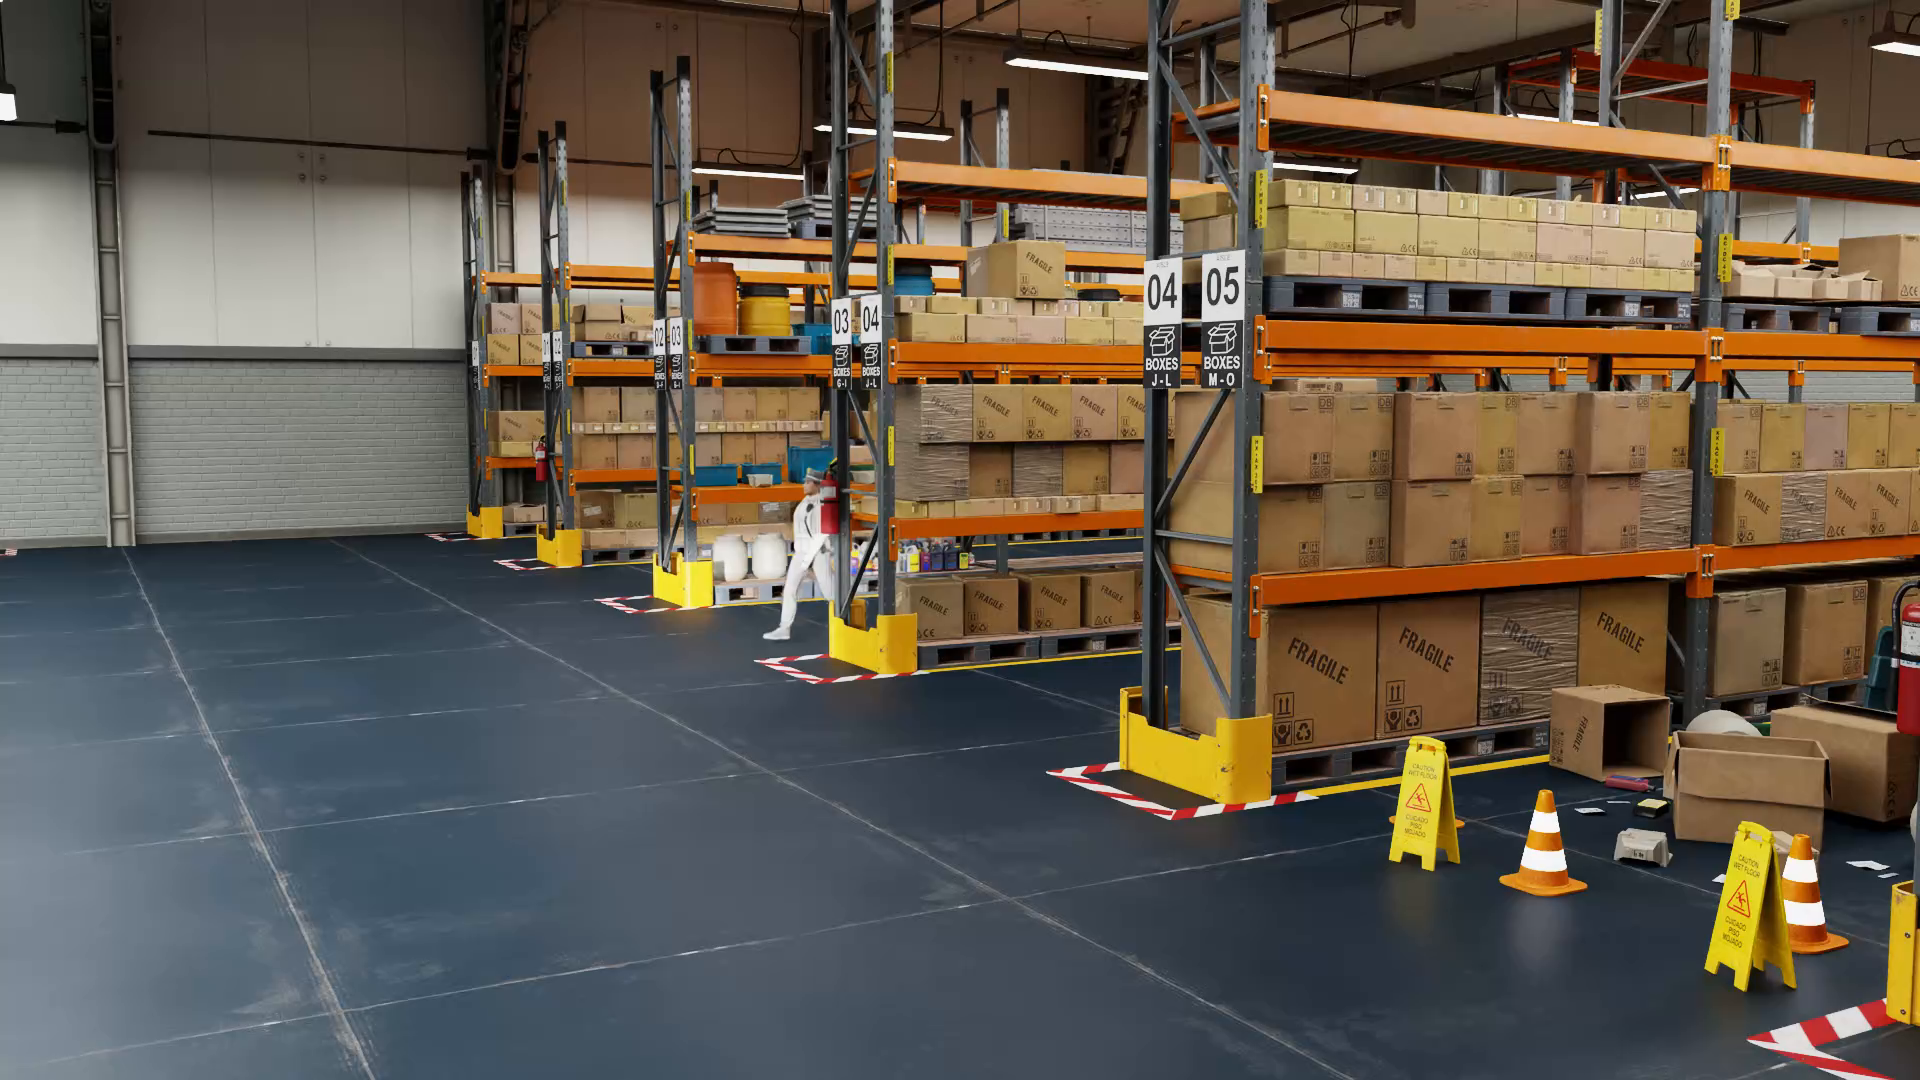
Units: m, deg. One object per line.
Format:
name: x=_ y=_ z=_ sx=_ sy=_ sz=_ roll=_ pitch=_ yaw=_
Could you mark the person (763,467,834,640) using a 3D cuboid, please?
person: x=-1.429 y=0.121 z=15.943 sx=0.984 sy=1.638 sz=0.481 roll=-5 pitch=7 yaw=-43
